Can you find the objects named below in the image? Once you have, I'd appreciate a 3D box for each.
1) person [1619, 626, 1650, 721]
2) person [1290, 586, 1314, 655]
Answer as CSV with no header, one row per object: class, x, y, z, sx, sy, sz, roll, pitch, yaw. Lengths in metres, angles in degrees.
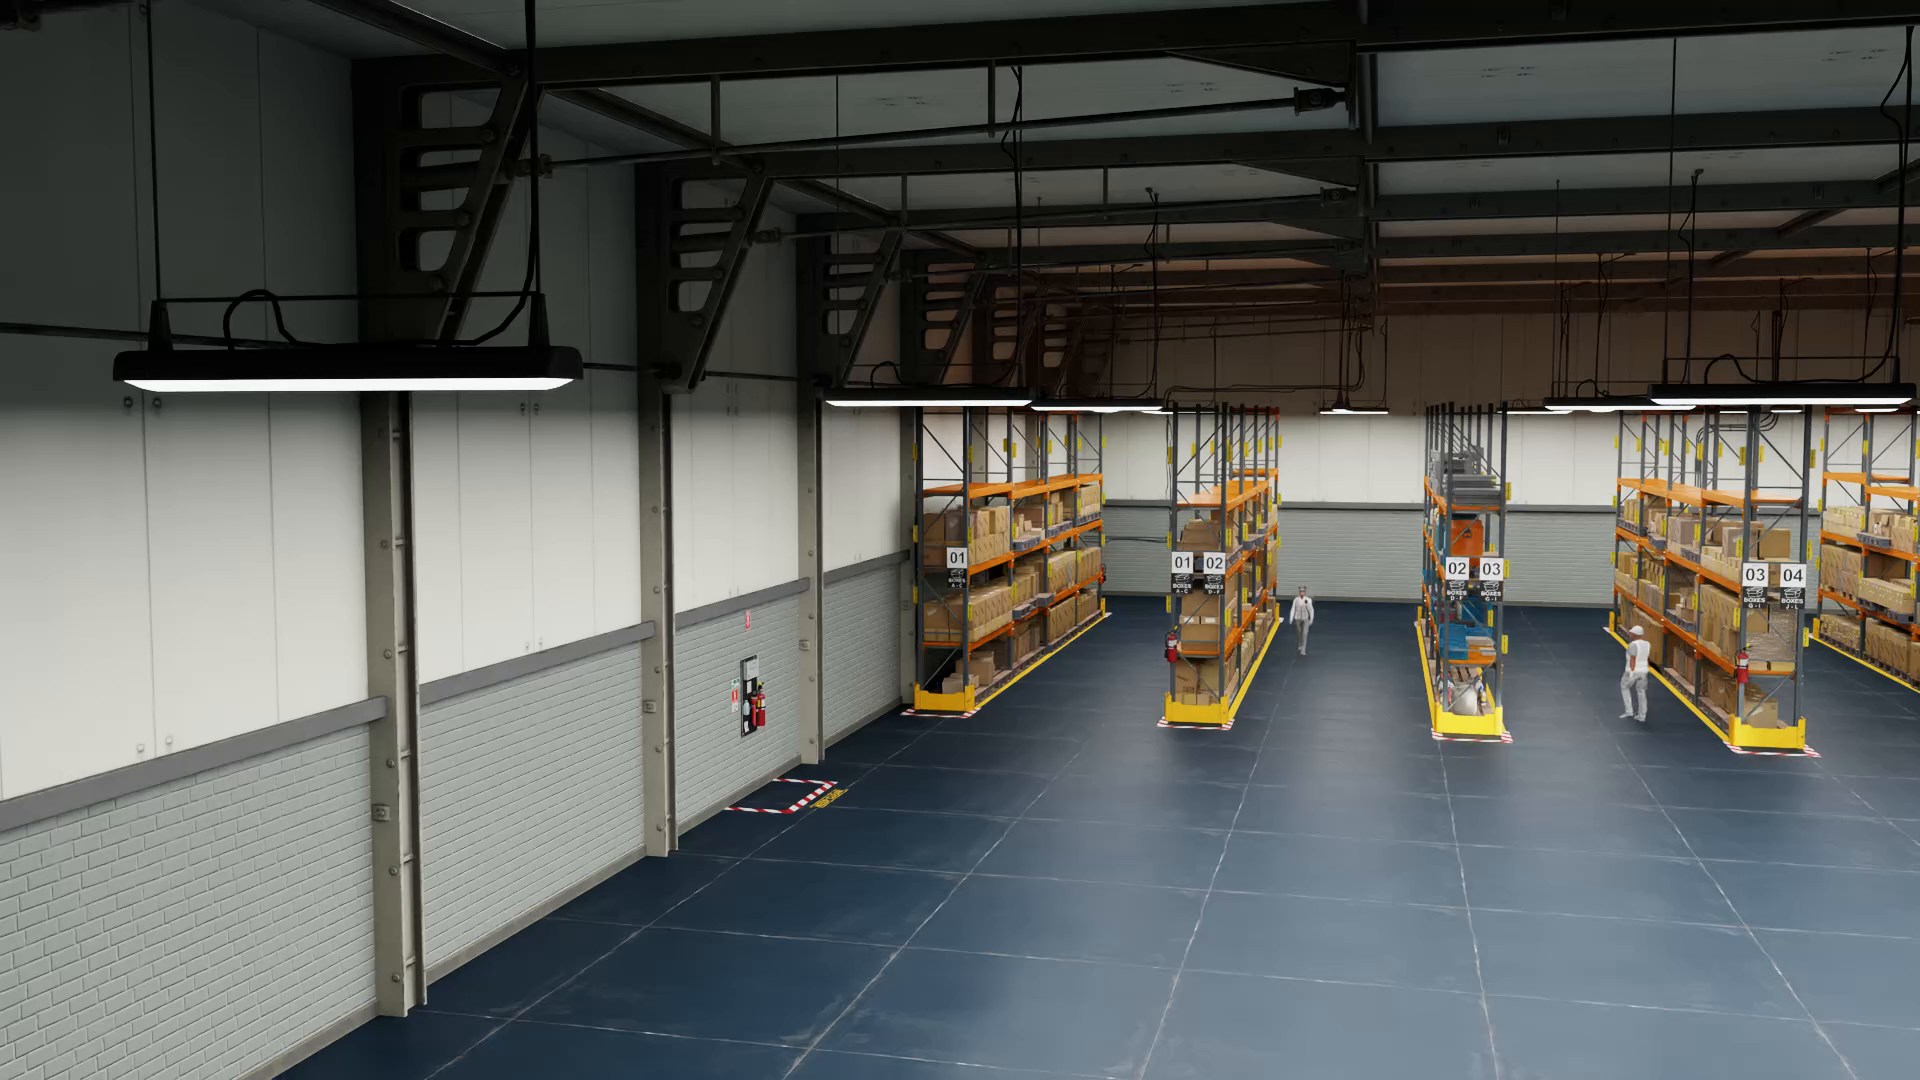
person,12.799,2.519,31.366,0.537,1.790,0.529,0,4,-4
person,8.275,1.911,40.247,0.547,1.616,1.034,1,4,17
